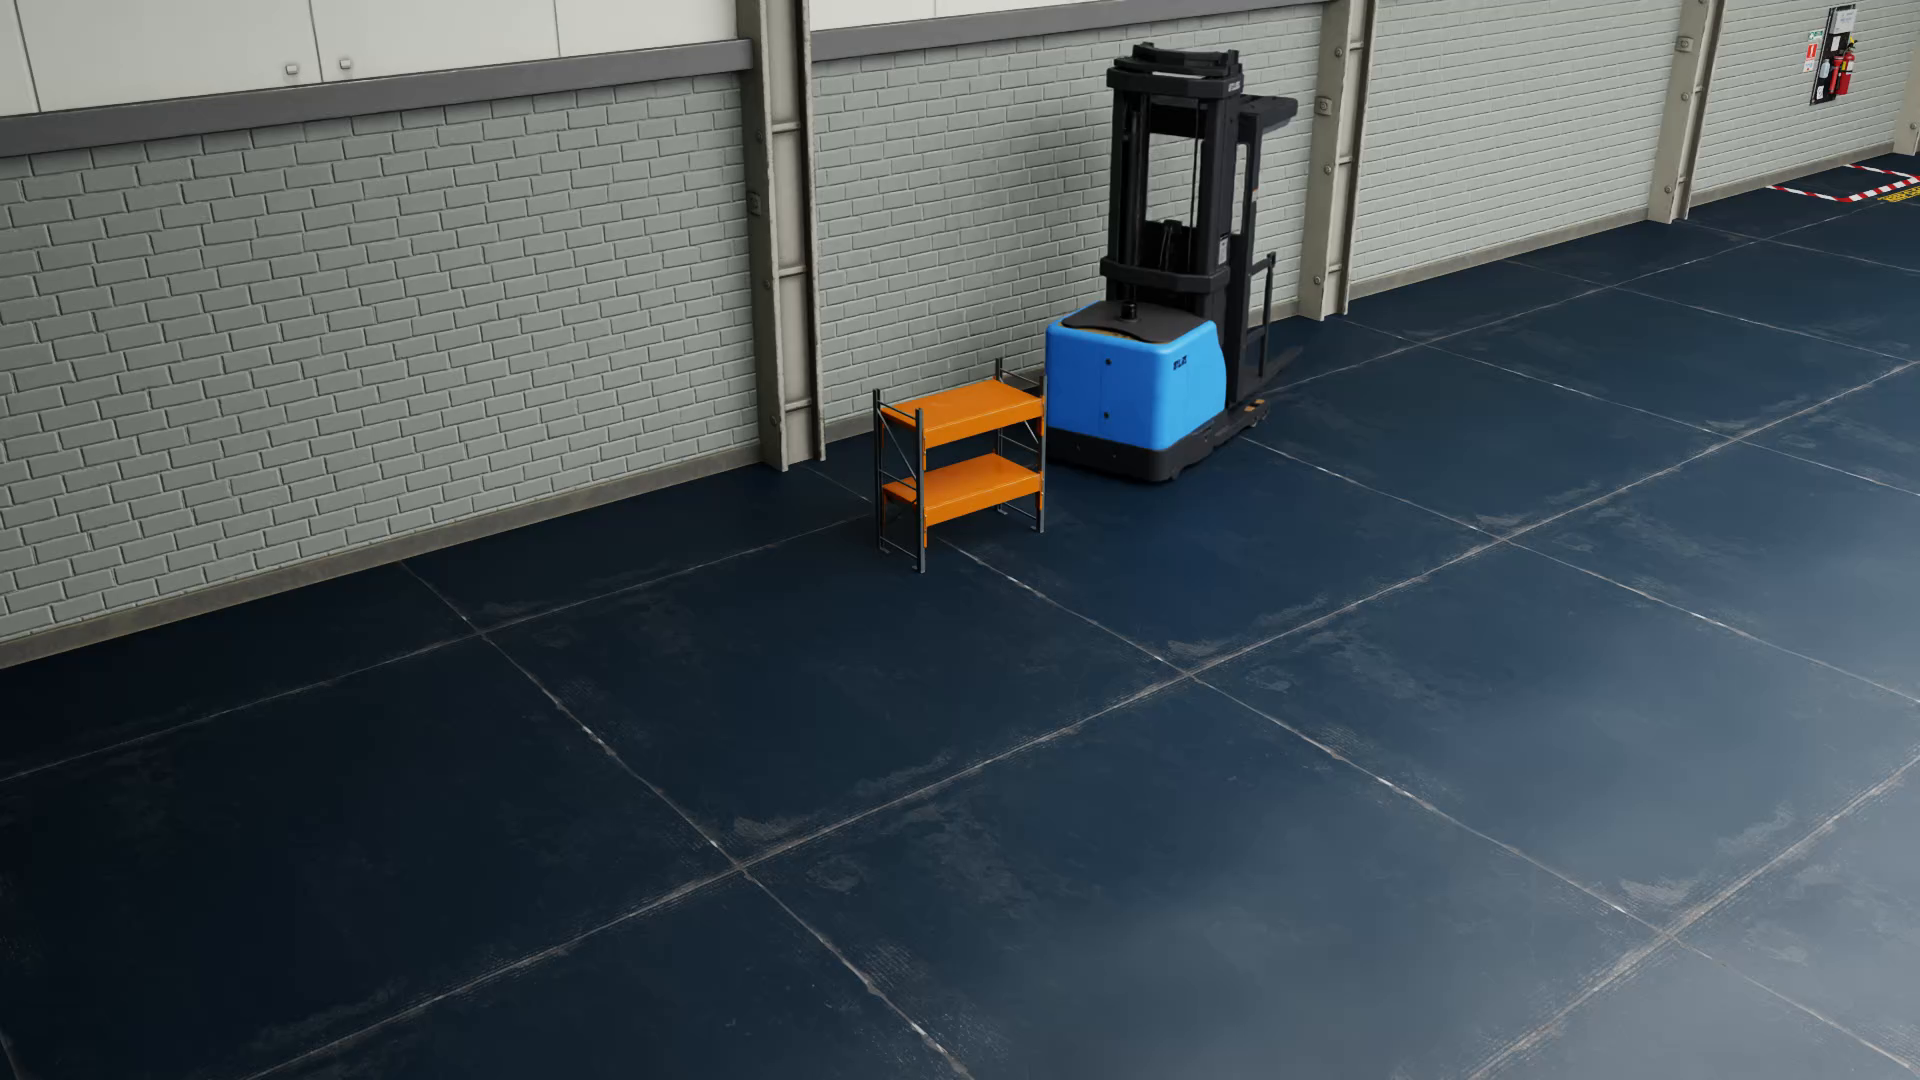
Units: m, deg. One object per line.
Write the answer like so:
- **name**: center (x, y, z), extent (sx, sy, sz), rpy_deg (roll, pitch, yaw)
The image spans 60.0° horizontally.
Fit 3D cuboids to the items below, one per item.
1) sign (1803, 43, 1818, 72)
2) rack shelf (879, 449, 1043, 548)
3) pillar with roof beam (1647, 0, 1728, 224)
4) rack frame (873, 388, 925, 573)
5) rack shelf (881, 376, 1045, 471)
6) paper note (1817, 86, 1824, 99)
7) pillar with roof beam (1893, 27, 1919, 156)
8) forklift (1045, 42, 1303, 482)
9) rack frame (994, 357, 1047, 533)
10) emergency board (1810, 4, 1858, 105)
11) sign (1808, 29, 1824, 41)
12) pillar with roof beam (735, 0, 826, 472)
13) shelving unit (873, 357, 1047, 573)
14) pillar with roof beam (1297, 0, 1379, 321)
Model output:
- **sign**: center (10.437, -5.922, 20.404), extent (0.234, 0.329, 0.001), rpy_deg (-18, 31, -34)
- **rack shelf**: center (0.005, -0.290, 11.120), extent (1.000, 0.278, 0.538), rpy_deg (-18, 31, -34)
- **pillar with roof beam**: center (10.839, -6.381, 14.310), extent (0.400, 9.000, 9.100), rpy_deg (-18, 31, -34)
- **rack frame**: center (-0.395, -0.380, 10.732), extent (0.032, 1.125, 0.500), rpy_deg (-18, 31, -34)
- **rack shelf**: center (0.005, -0.777, 10.894), extent (1.000, 0.278, 0.538), rpy_deg (-18, 31, -34)
- **paper note**: center (10.754, -5.593, 20.783), extent (0.142, 0.148, 0.016), rpy_deg (-18, 31, -34)
- **pillar with roof beam**: center (15.561, -7.940, 17.668), extent (0.400, 9.000, 9.100), rpy_deg (-18, 31, -34)
- **forklift**: center (1.835, -2.321, 12.770), extent (1.130, 2.935, 3.031), rpy_deg (15, 29, 30)
- **rack frame**: center (0.405, -0.644, 11.302), extent (0.032, 1.125, 0.500), rpy_deg (-18, 31, -34)
- **emergency board**: center (10.936, -6.015, 20.648), extent (0.643, 1.169, 0.194), rpy_deg (-18, 31, -34)
- **sign**: center (10.446, -6.161, 20.289), extent (0.331, 0.109, 0.001), rpy_deg (-18, 31, -34)
- **pillar with roof beam**: center (1.396, -3.264, 7.593), extent (0.400, 9.000, 9.100), rpy_deg (-18, 31, -34)
- **shelving unit**: center (0.005, -0.512, 11.017), extent (1.048, 1.125, 0.538), rpy_deg (-18, 31, -34)
- **pillar with roof beam**: center (6.118, -4.822, 10.951), extent (0.400, 9.000, 9.100), rpy_deg (-18, 31, -34)
